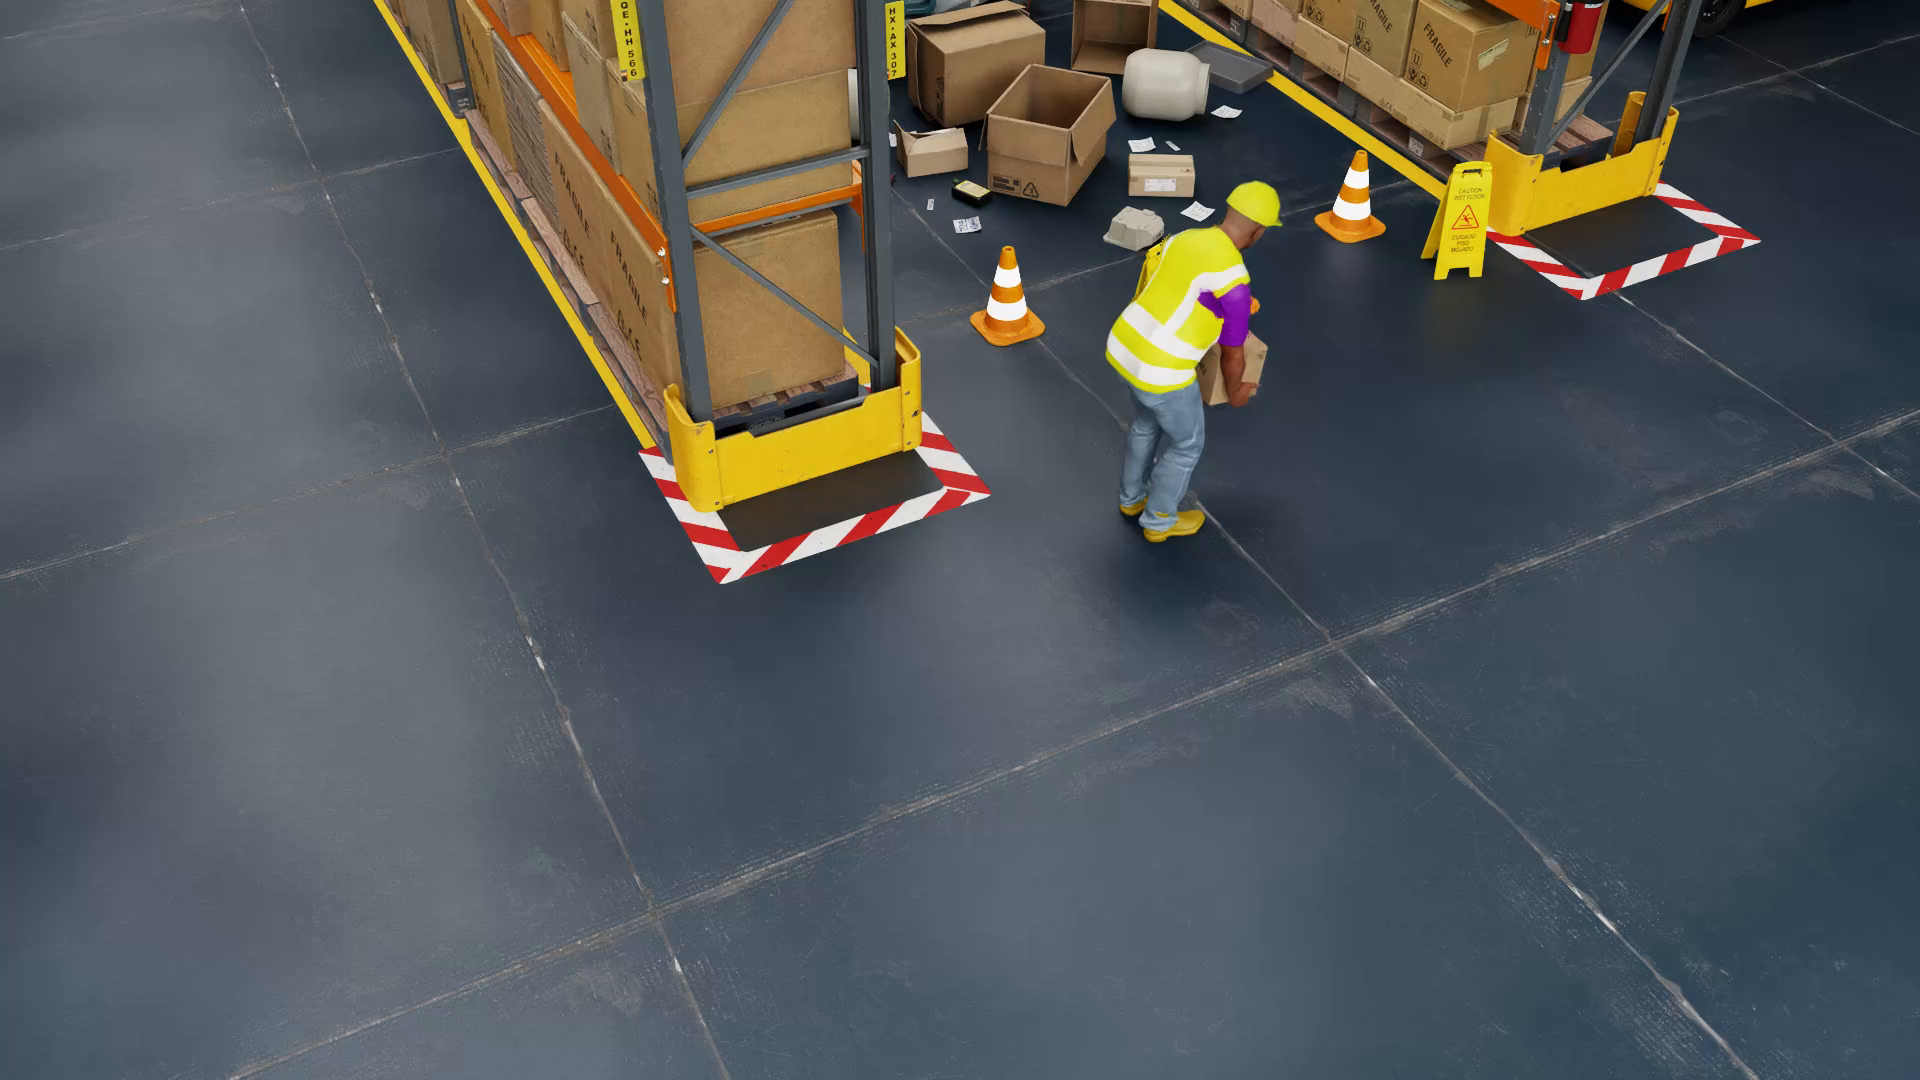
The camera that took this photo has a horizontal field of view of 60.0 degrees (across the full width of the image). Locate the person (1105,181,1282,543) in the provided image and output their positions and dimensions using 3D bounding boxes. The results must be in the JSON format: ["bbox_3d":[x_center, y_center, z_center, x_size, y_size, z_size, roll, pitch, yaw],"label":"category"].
[{"bbox_3d":[0.987,-0.757,7.129,0.749,1.608,0.480,-20,45,-21],"label":"person"}]
